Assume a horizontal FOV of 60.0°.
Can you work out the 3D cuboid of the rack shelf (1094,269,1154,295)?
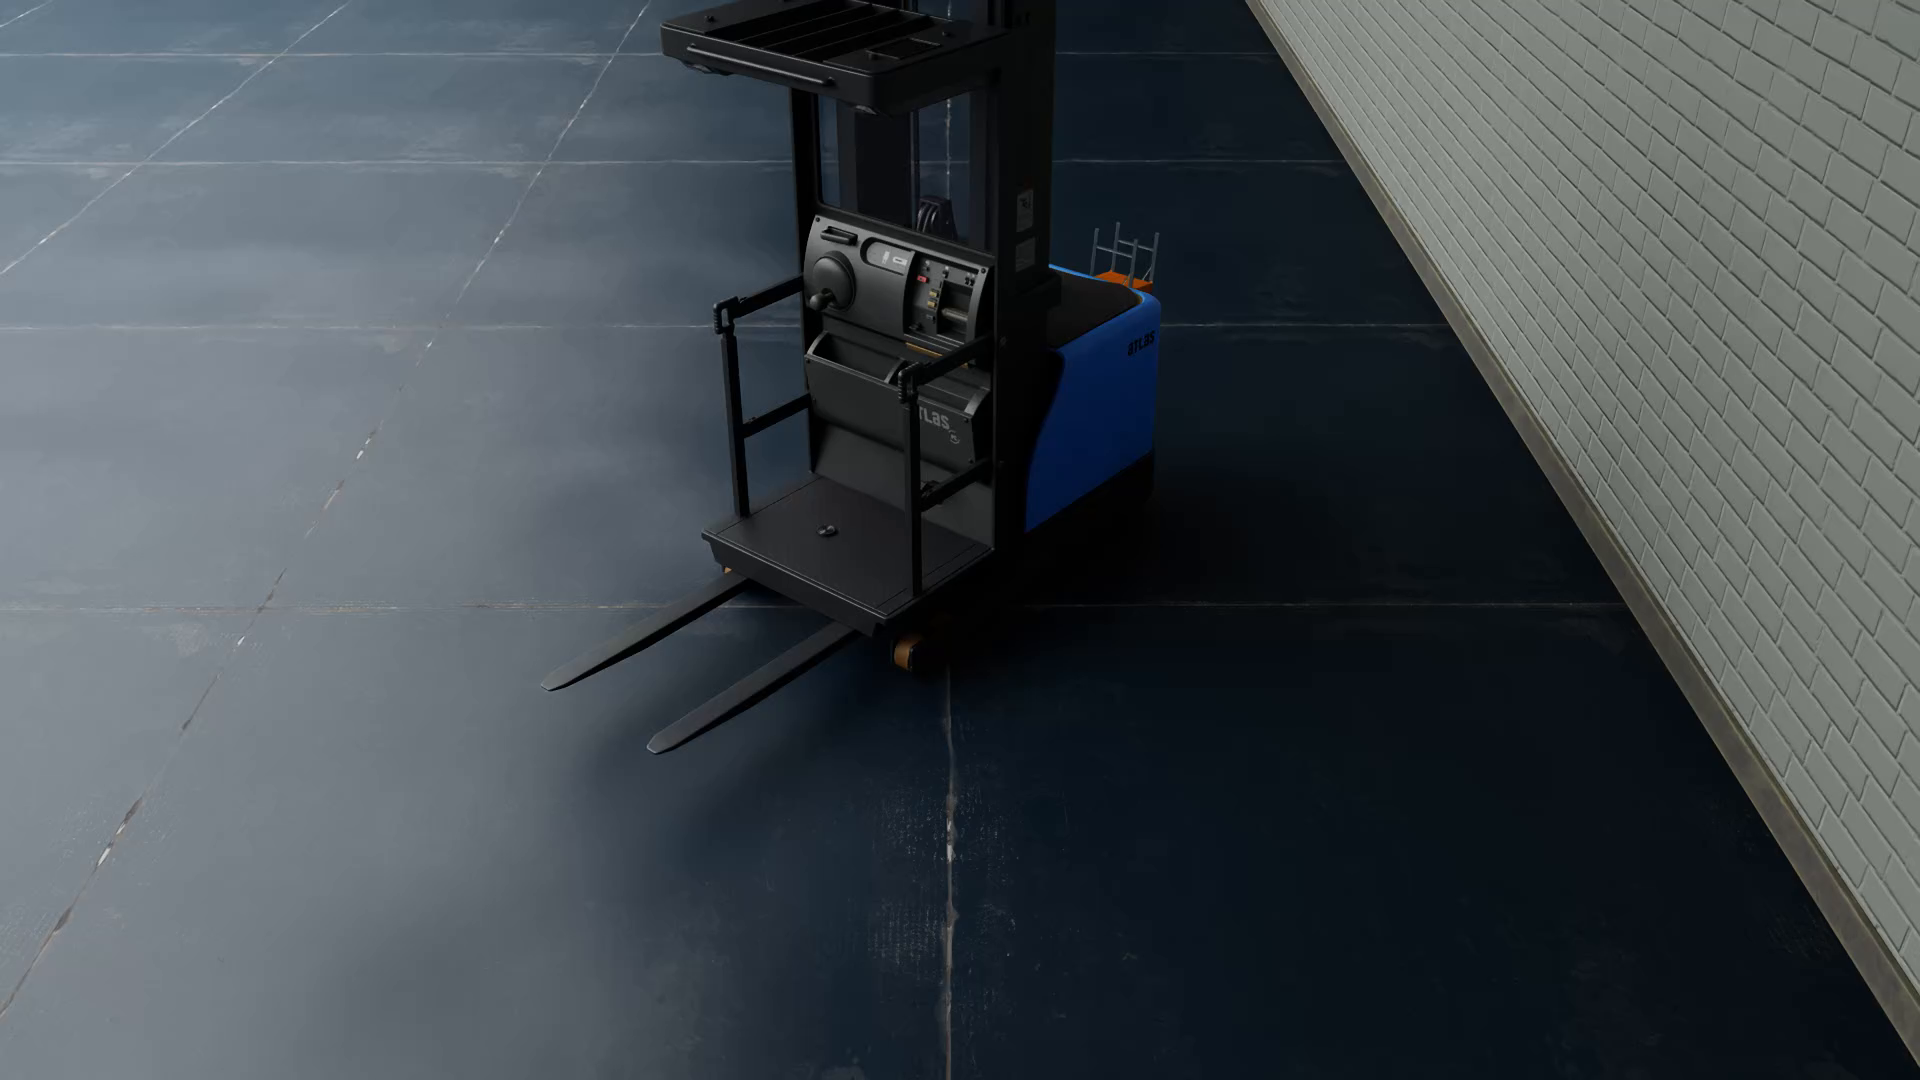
[{"bbox_3d":[0.766,-1.199,7.952,0.258,0.103,0.180,23,31,32],"label":"rack shelf"}]

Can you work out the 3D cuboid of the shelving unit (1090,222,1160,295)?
[{"bbox_3d":[0.741,-0.915,8.088,0.258,1.200,0.189,23,31,32],"label":"shelving unit"}]

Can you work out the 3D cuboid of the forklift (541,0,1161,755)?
[{"bbox_3d":[-0.399,-1.001,6.575,1.130,2.935,3.031,23,38,33],"label":"forklift"}]

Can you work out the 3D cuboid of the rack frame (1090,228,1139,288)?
[{"bbox_3d":[0.685,-0.889,8.021,0.240,1.200,0.006,23,31,32],"label":"rack frame"}]

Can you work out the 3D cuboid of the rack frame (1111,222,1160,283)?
[{"bbox_3d":[0.798,-0.942,8.154,0.240,1.200,0.006,23,31,32],"label":"rack frame"}]
